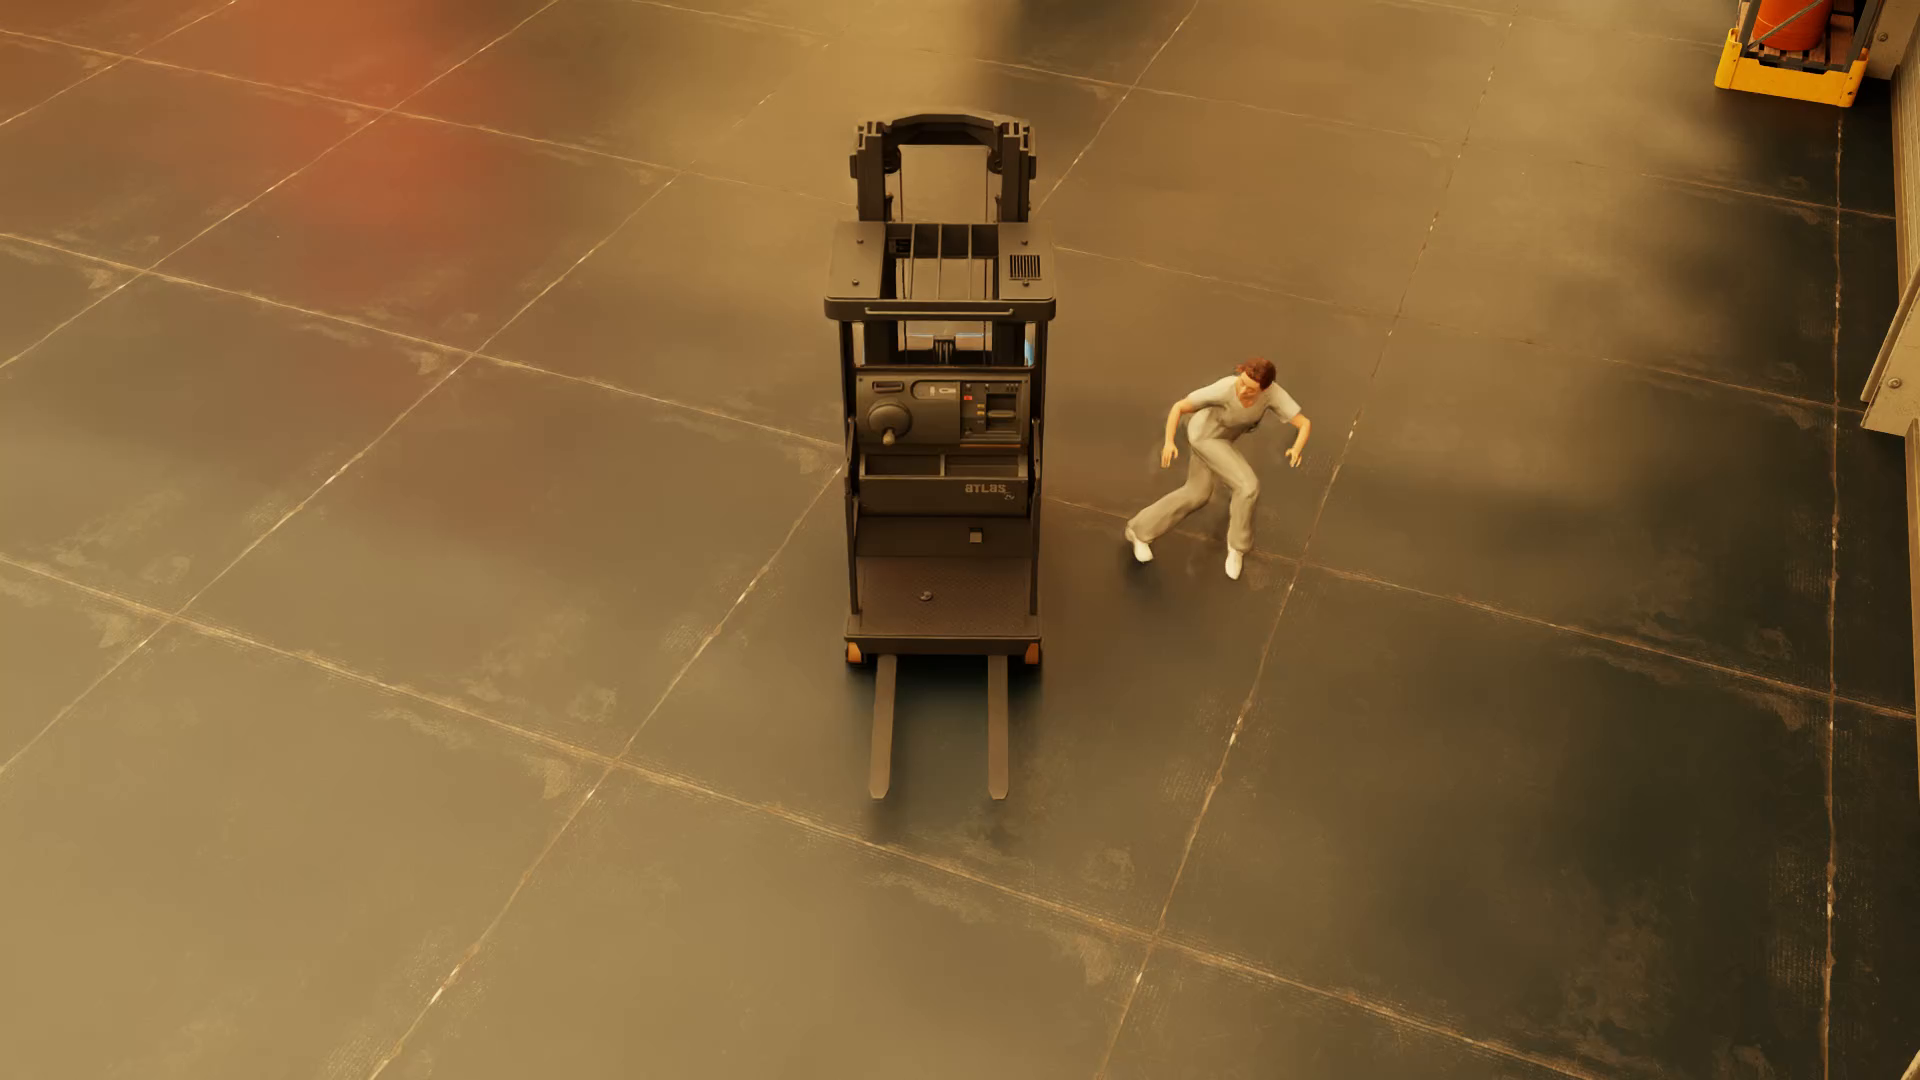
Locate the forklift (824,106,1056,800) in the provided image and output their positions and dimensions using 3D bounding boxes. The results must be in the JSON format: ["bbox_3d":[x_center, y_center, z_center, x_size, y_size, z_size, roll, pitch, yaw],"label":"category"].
[{"bbox_3d":[-0.089,-0.620,8.746,1.130,2.935,3.031,0,40,1],"label":"forklift"}]

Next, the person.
[{"bbox_3d":[1.529,-0.434,9.683,0.878,1.419,0.892,-23,45,-25],"label":"person"}]
